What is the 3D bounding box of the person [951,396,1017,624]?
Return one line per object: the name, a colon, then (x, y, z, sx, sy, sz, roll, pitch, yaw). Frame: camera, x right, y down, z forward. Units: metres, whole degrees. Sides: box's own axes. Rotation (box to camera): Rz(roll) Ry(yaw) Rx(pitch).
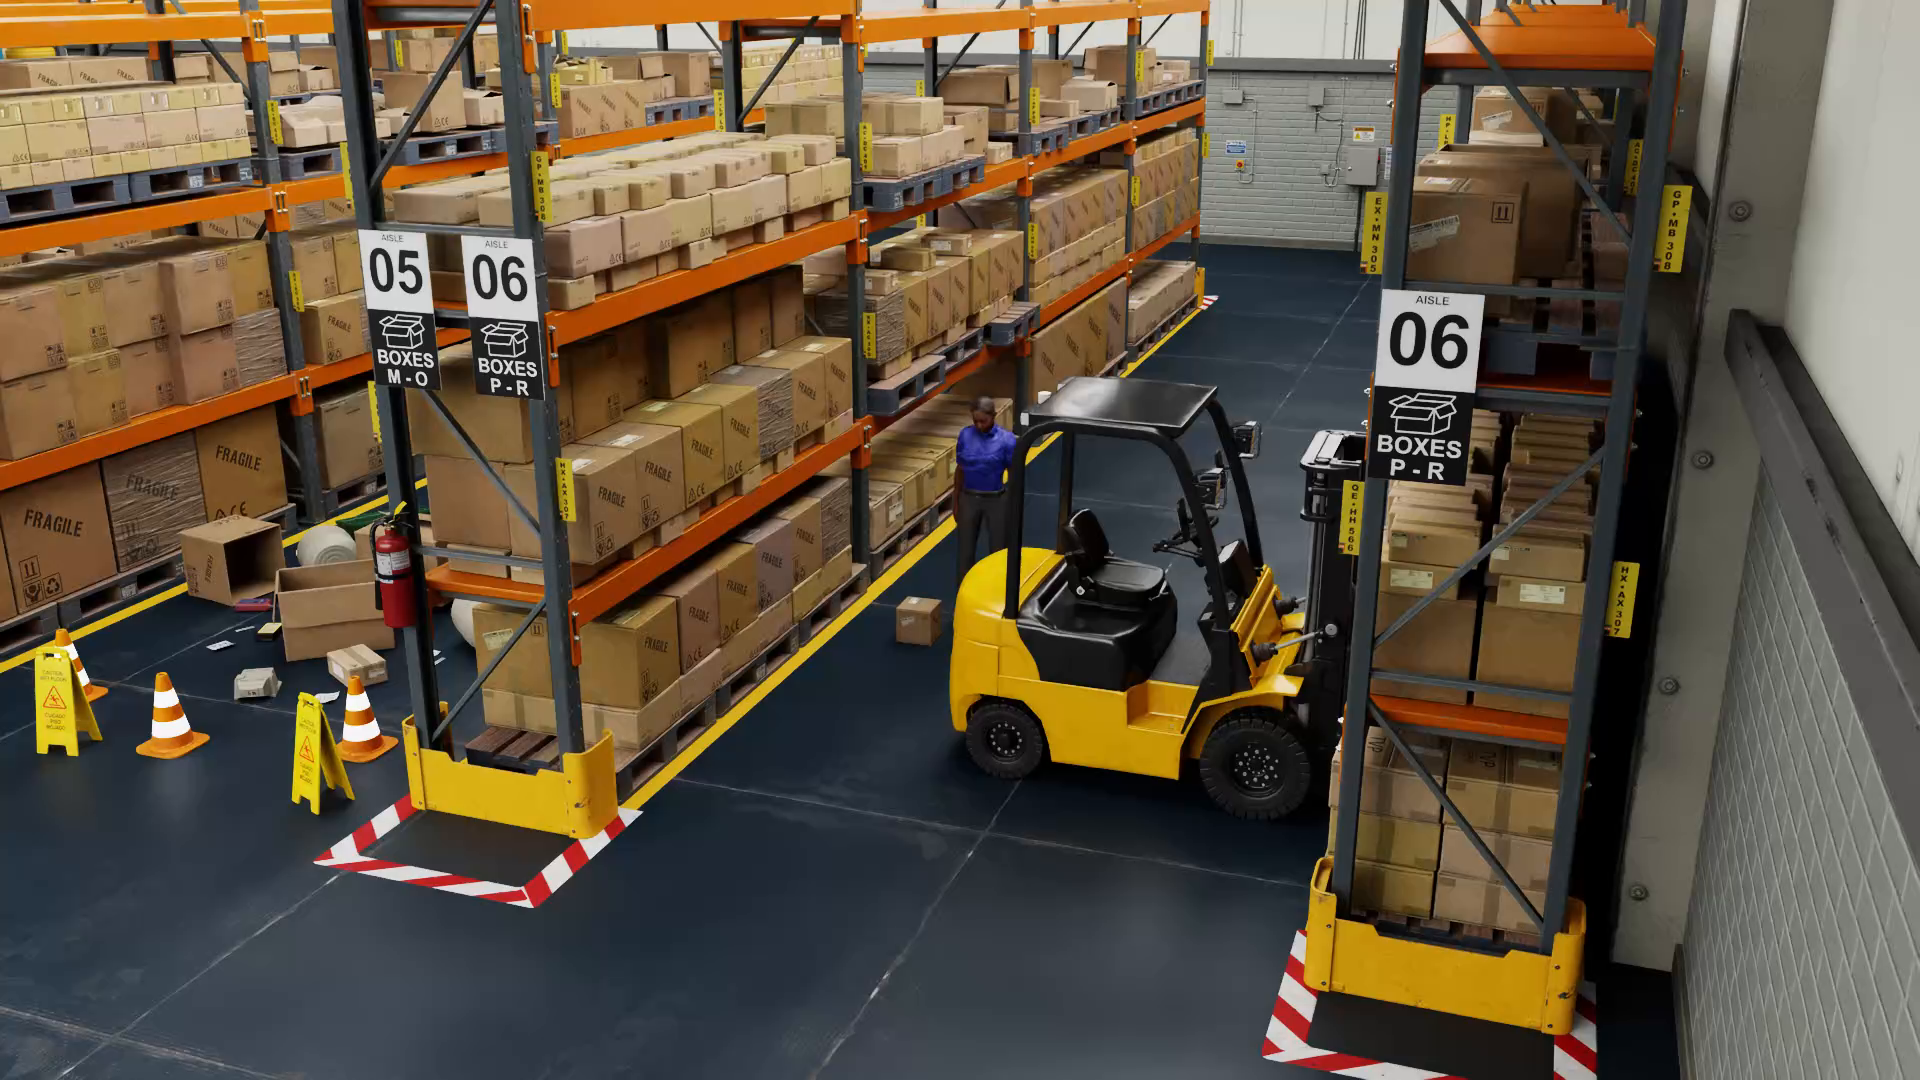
person: (0.168, -0.216, 11.661, 0.481, 1.646, 0.382, 4, 19, 11)
